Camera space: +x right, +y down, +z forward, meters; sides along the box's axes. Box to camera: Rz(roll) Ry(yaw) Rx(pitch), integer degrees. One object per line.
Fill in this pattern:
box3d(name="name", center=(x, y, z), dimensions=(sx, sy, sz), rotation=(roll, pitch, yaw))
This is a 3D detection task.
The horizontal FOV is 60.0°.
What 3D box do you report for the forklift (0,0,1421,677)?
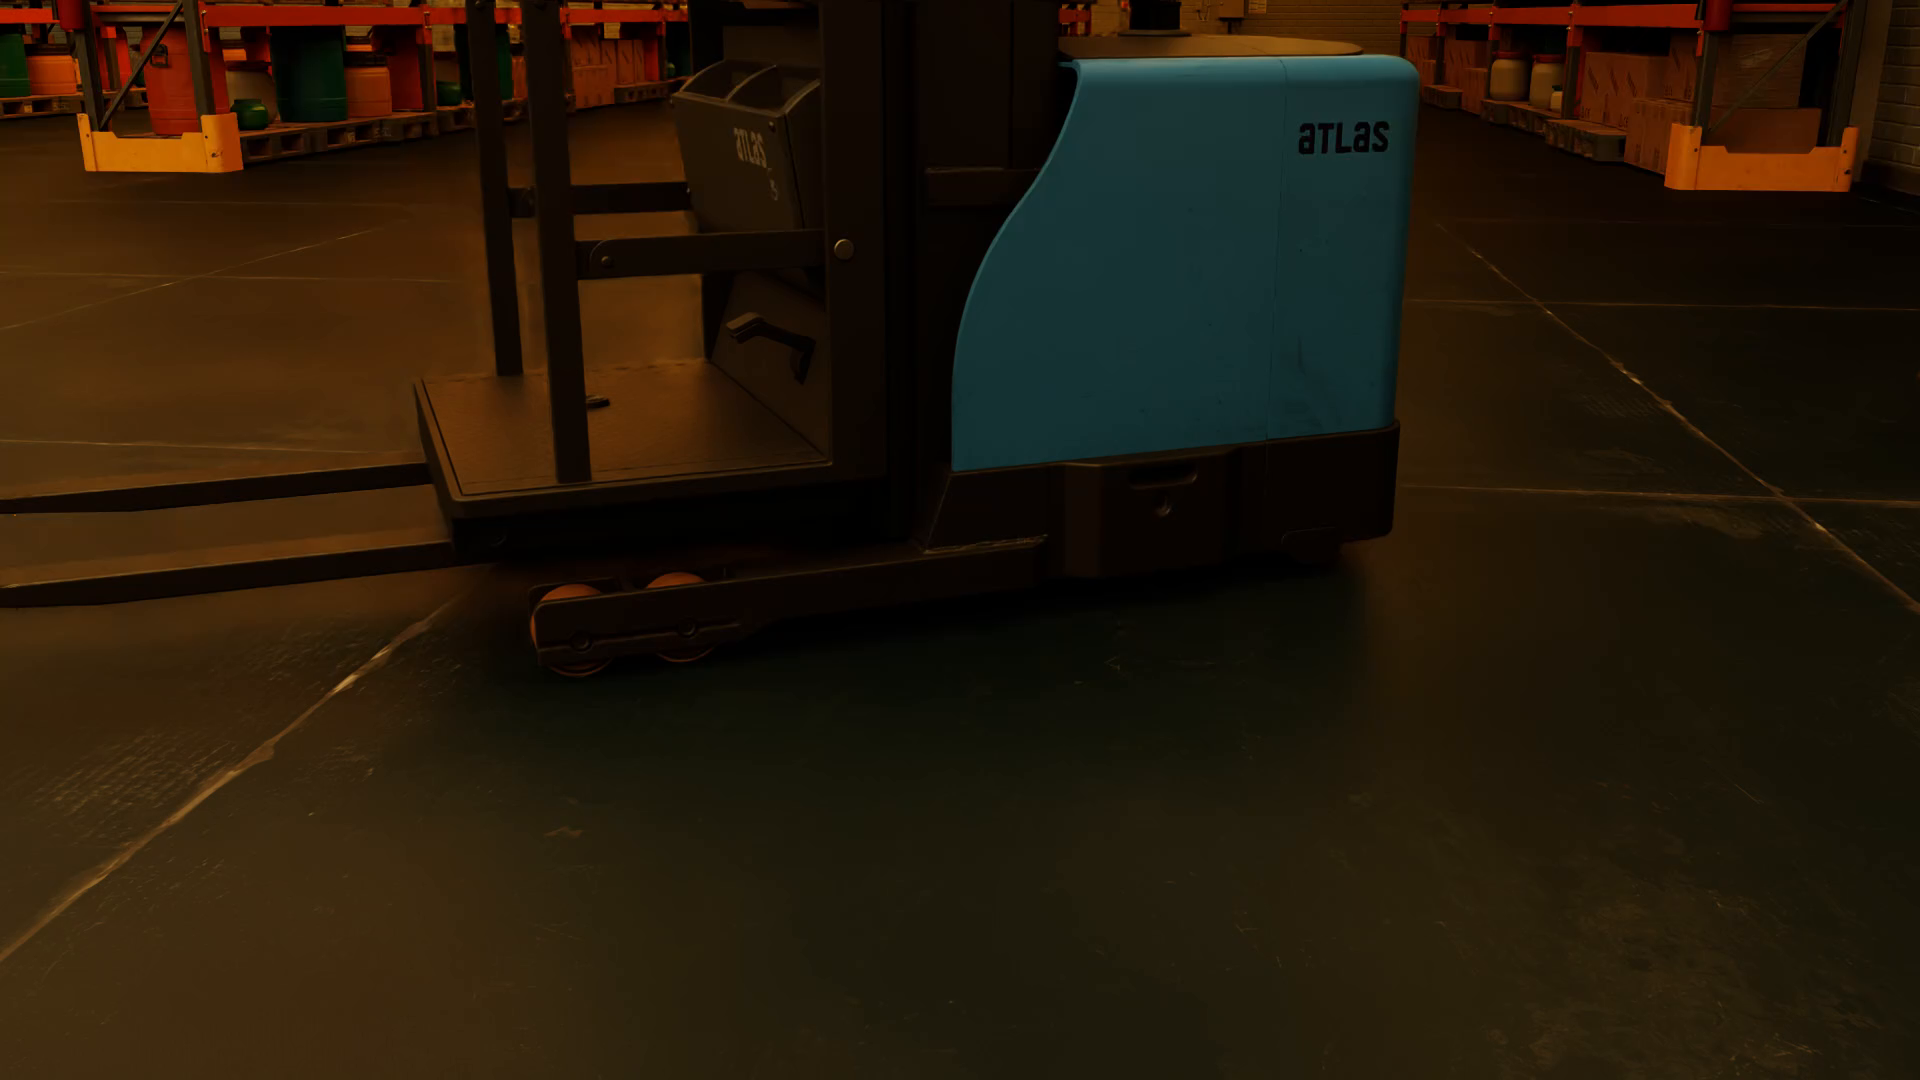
box3d(name="forklift", center=(-0.617, -1.327, 3.161), dimensions=(3.031, 2.935, 1.130), rotation=(-7, 19, -20))
